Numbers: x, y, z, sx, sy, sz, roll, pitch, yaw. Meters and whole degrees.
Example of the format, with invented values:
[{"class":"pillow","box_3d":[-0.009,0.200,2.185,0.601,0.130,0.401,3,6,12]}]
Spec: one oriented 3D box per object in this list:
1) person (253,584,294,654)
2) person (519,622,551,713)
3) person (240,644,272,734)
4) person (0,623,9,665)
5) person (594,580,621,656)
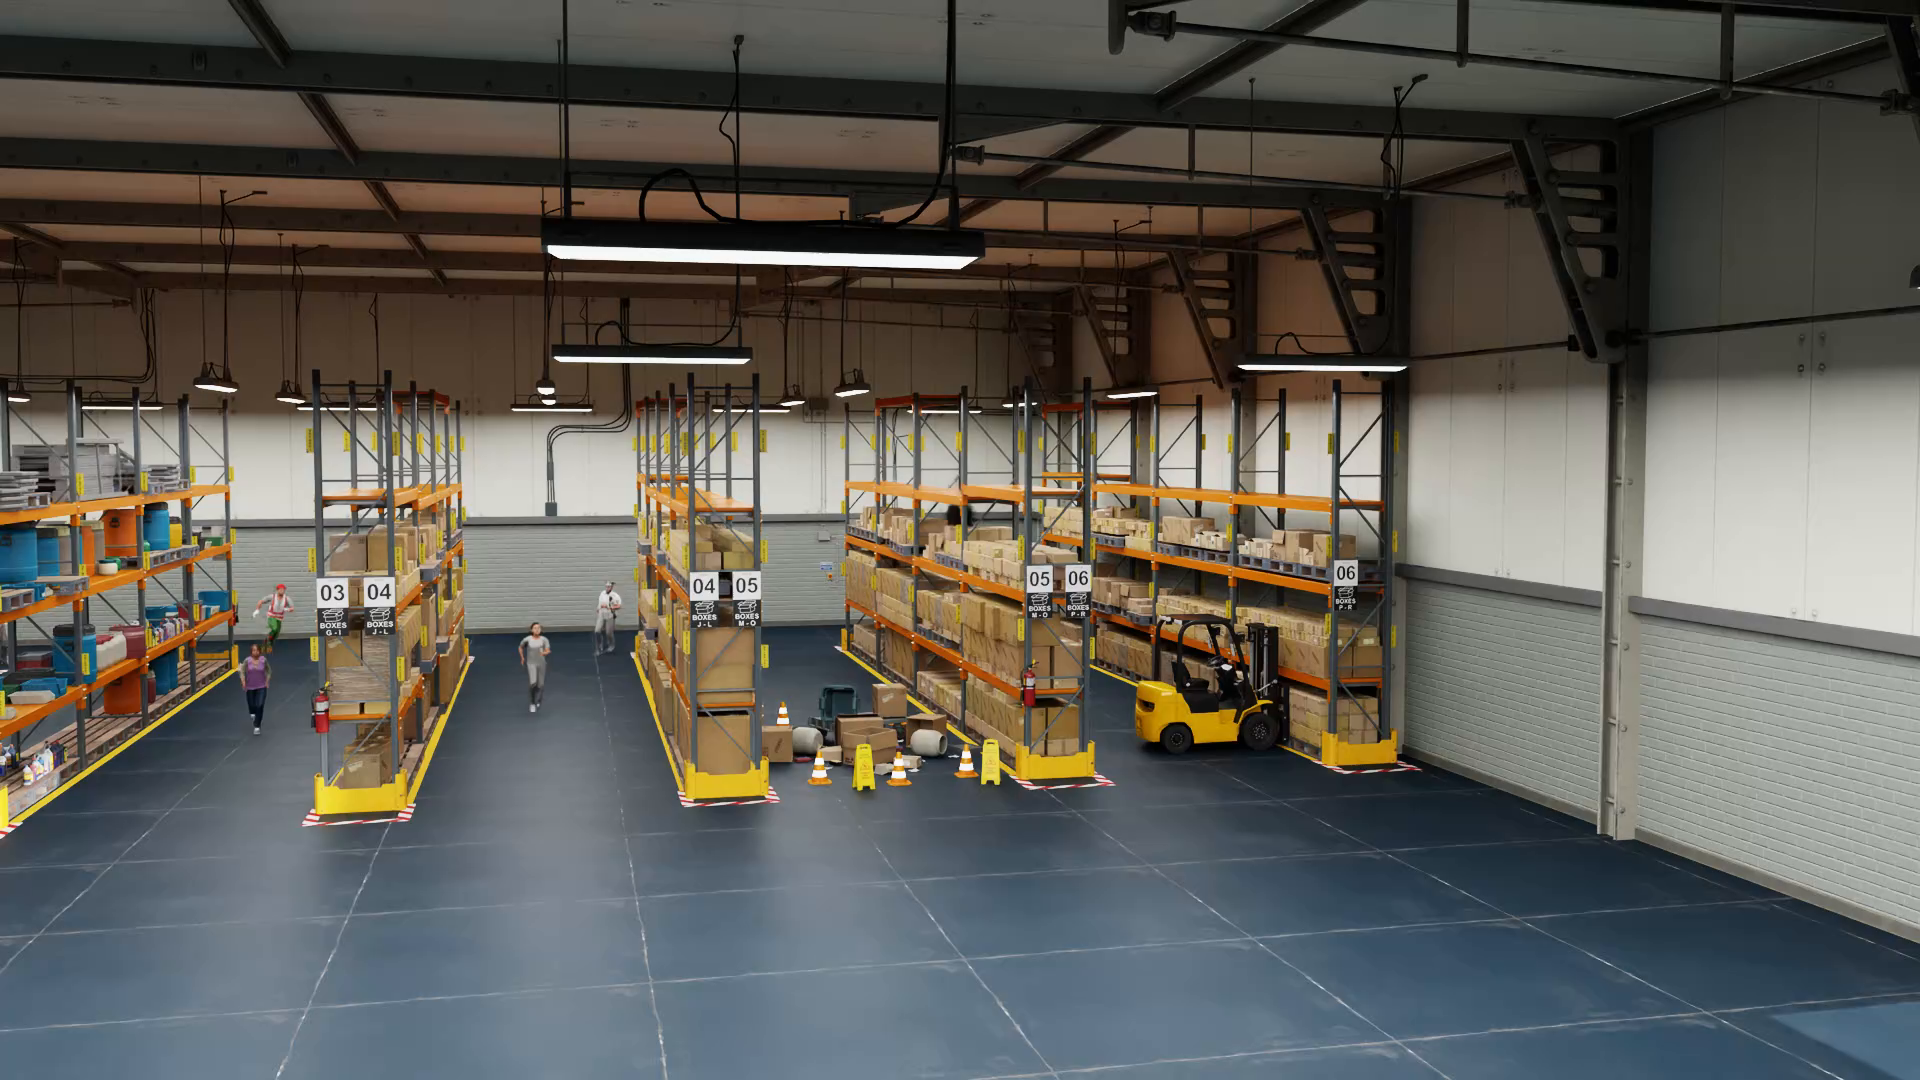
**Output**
[{"class":"person","box_3d":[-16.345,1.884,39.653,0.705,1.663,0.867,3,5,43]},{"class":"person","box_3d":[-7.922,2.375,31.032,0.547,1.687,0.699,-1,4,-24]},{"class":"person","box_3d":[-12.232,2.572,28.904,0.516,1.552,0.662,-1,4,-21]},{"class":"person","box_3d":[-21.631,1.943,37.541,0.739,1.819,0.660,3,4,41]},{"class":"person","box_3d":[-8.331,1.871,39.572,0.659,1.845,0.715,1,3,16]}]
